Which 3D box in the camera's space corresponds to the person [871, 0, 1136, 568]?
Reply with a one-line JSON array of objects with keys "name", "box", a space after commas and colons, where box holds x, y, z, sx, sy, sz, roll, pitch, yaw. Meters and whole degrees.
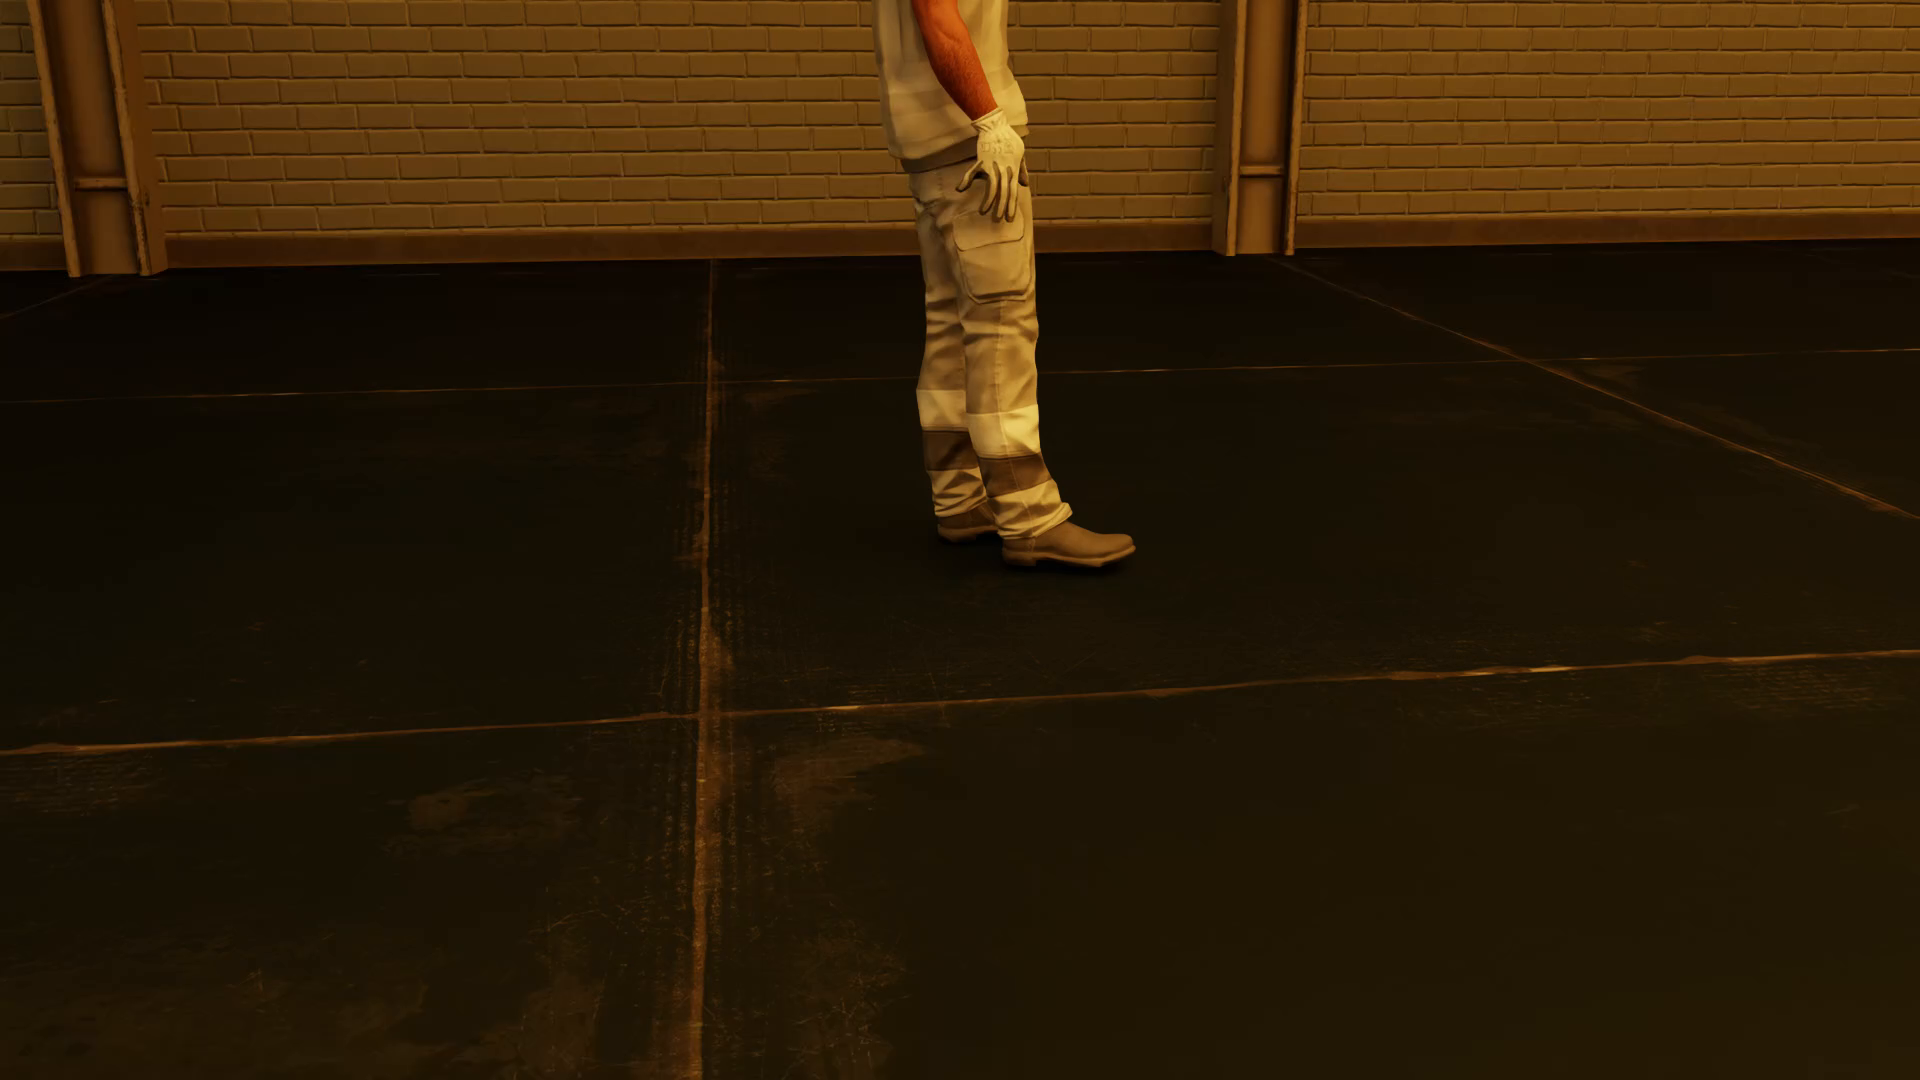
[{"name": "person", "box": [0.082, -0.863, 3.707, 0.562, 1.789, 0.638, -2, 17, -8]}]
